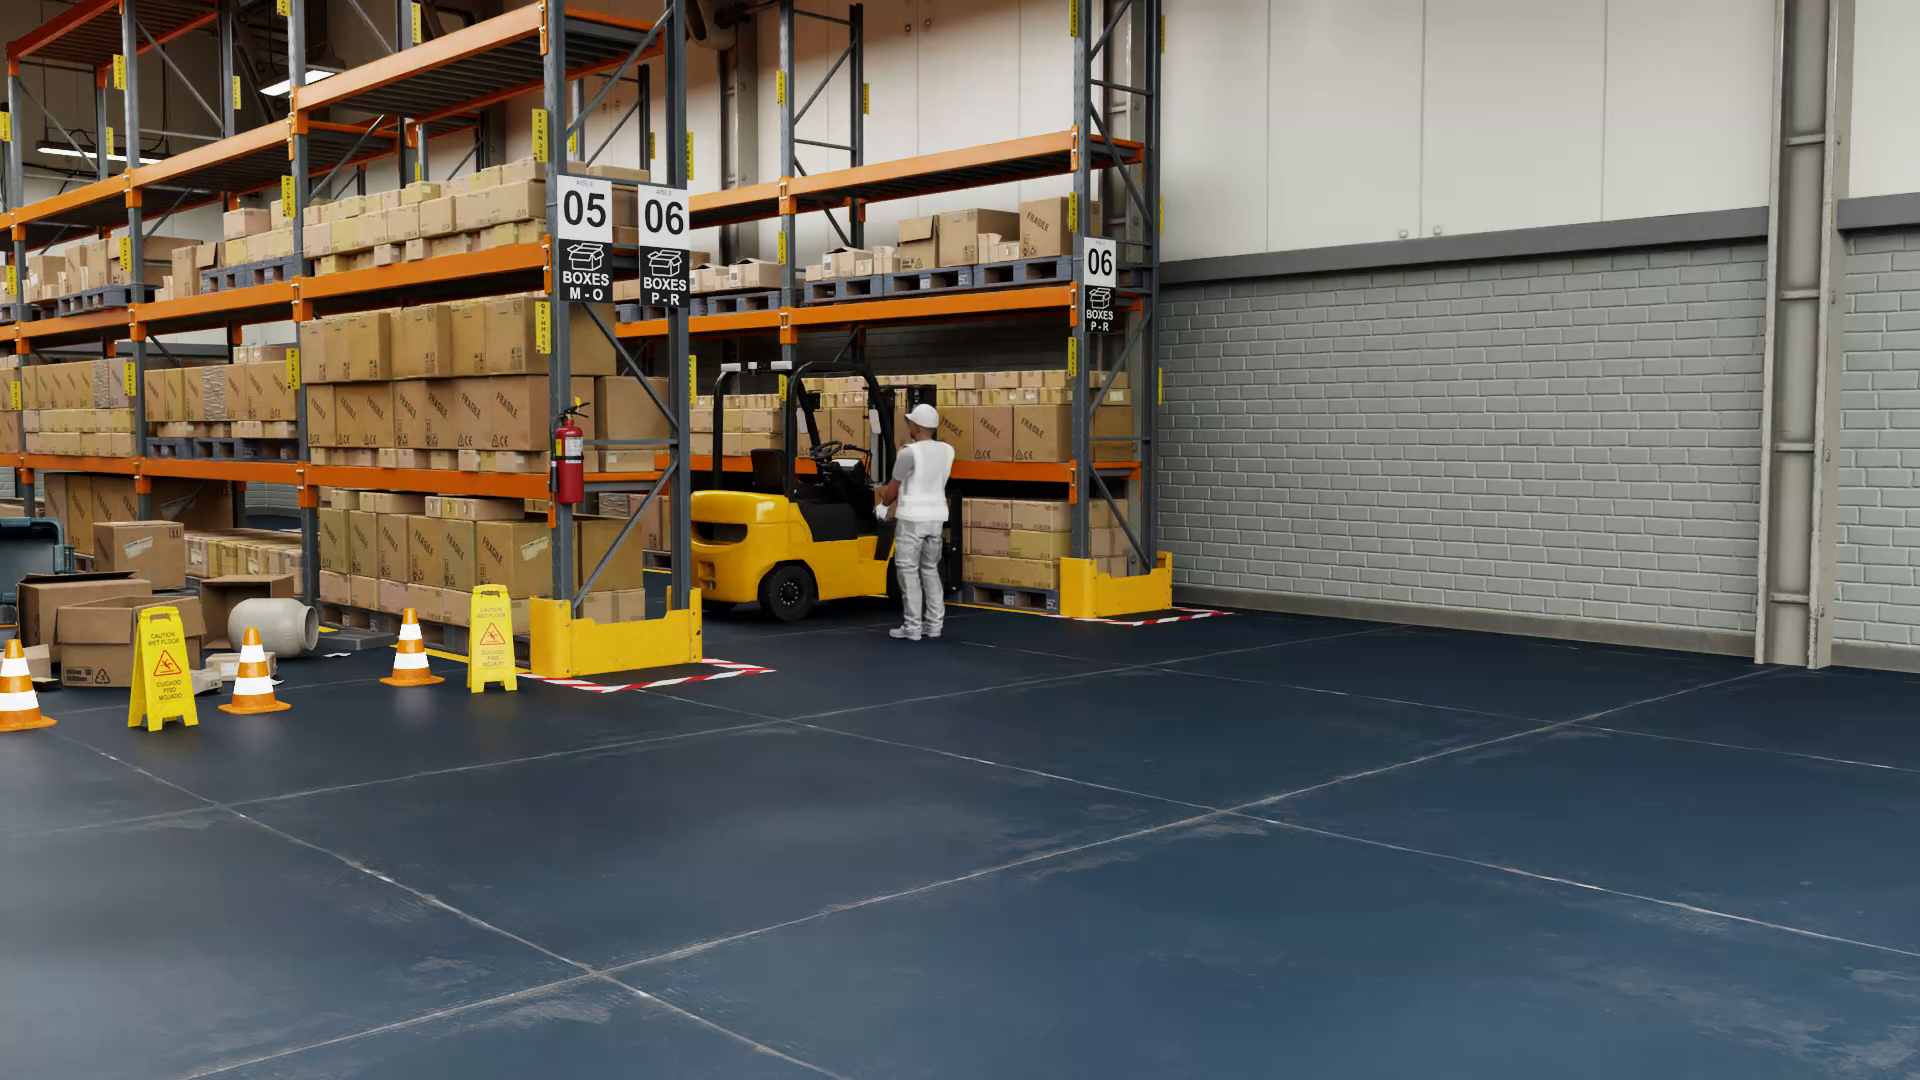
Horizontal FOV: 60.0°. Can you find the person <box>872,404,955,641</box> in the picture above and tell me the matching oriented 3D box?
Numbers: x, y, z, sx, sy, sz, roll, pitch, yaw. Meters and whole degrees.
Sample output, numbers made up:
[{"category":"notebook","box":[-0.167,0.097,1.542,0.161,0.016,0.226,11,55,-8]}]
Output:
[{"category":"person","box":[-0.373,-0.143,12.692,0.573,1.784,0.495,4,5,45]}]
